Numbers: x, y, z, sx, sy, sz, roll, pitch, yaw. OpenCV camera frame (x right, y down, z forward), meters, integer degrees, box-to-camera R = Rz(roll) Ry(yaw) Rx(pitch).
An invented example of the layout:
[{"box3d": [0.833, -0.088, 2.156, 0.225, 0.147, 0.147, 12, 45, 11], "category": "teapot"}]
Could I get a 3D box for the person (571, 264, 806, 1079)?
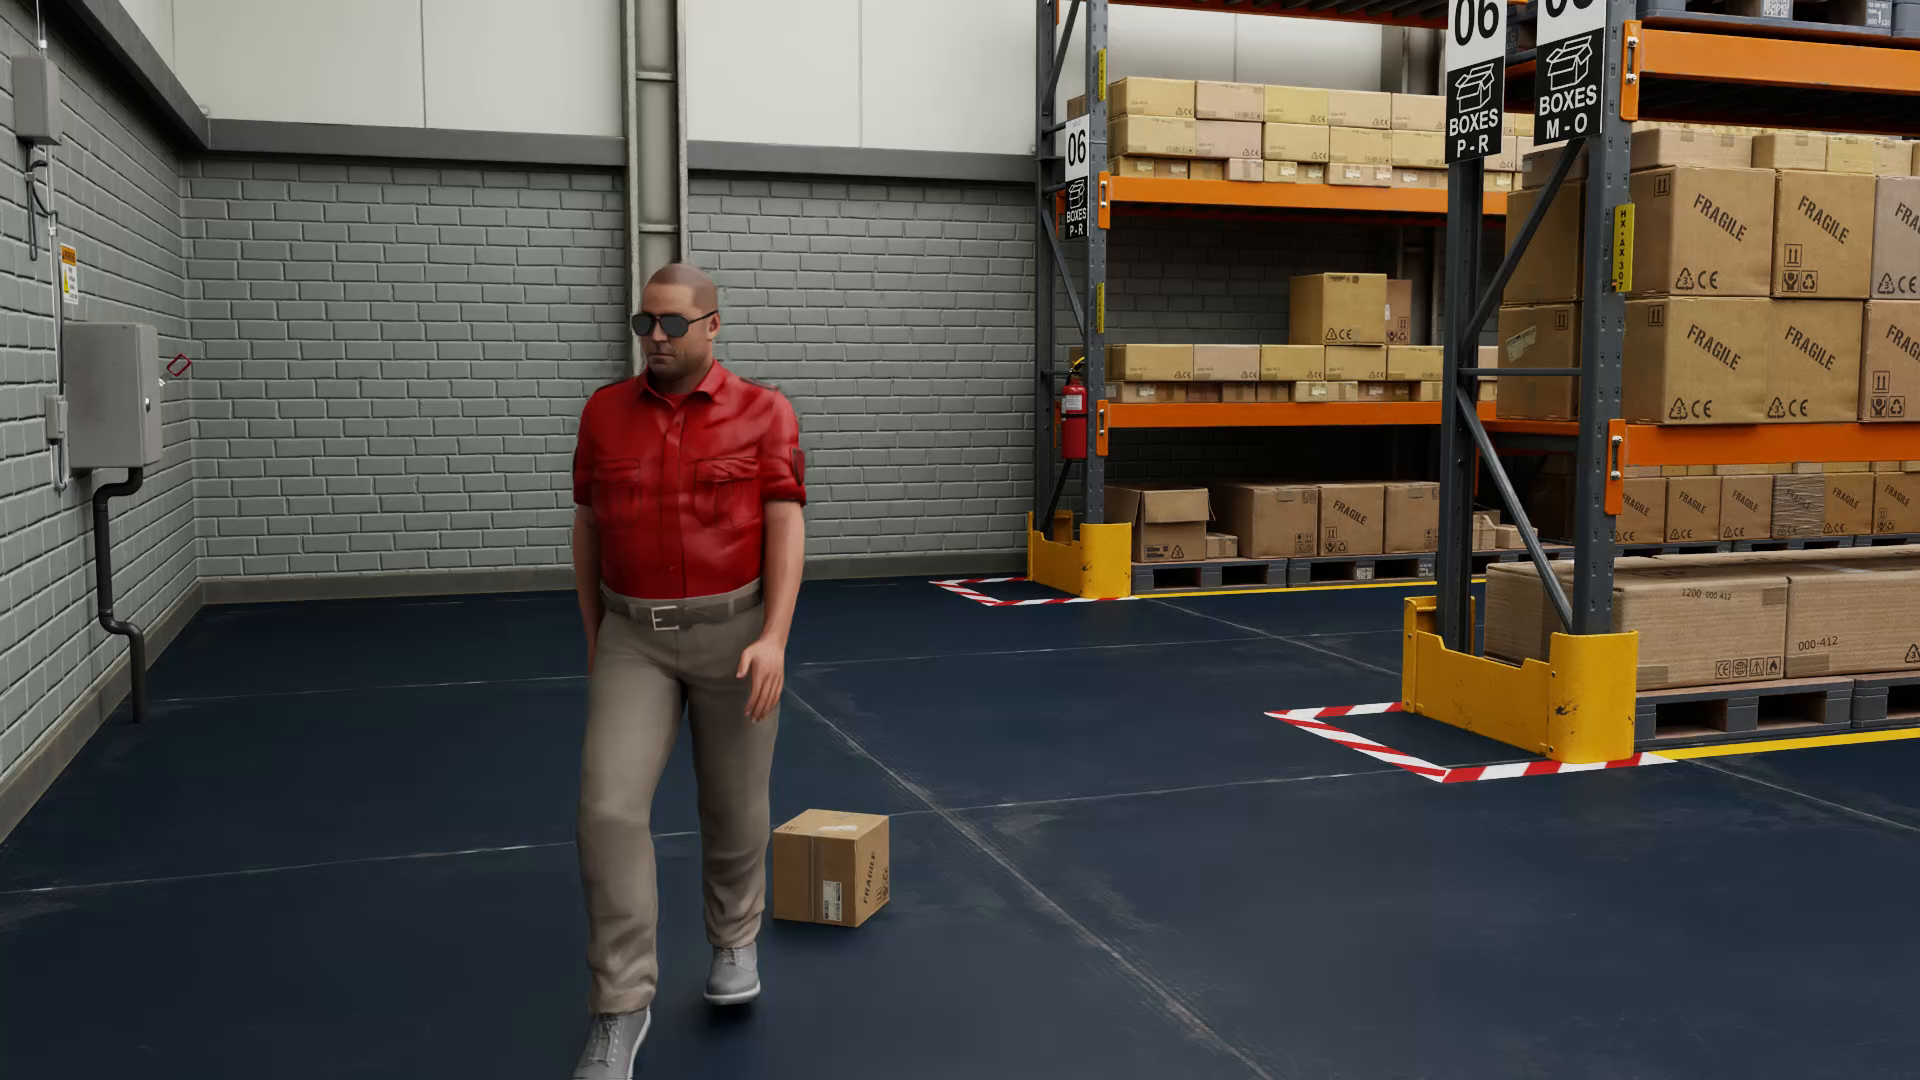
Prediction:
[{"box3d": [-0.614, 0.279, 3.684, 0.545, 1.767, 0.745, 0, 6, 0], "category": "person"}]
